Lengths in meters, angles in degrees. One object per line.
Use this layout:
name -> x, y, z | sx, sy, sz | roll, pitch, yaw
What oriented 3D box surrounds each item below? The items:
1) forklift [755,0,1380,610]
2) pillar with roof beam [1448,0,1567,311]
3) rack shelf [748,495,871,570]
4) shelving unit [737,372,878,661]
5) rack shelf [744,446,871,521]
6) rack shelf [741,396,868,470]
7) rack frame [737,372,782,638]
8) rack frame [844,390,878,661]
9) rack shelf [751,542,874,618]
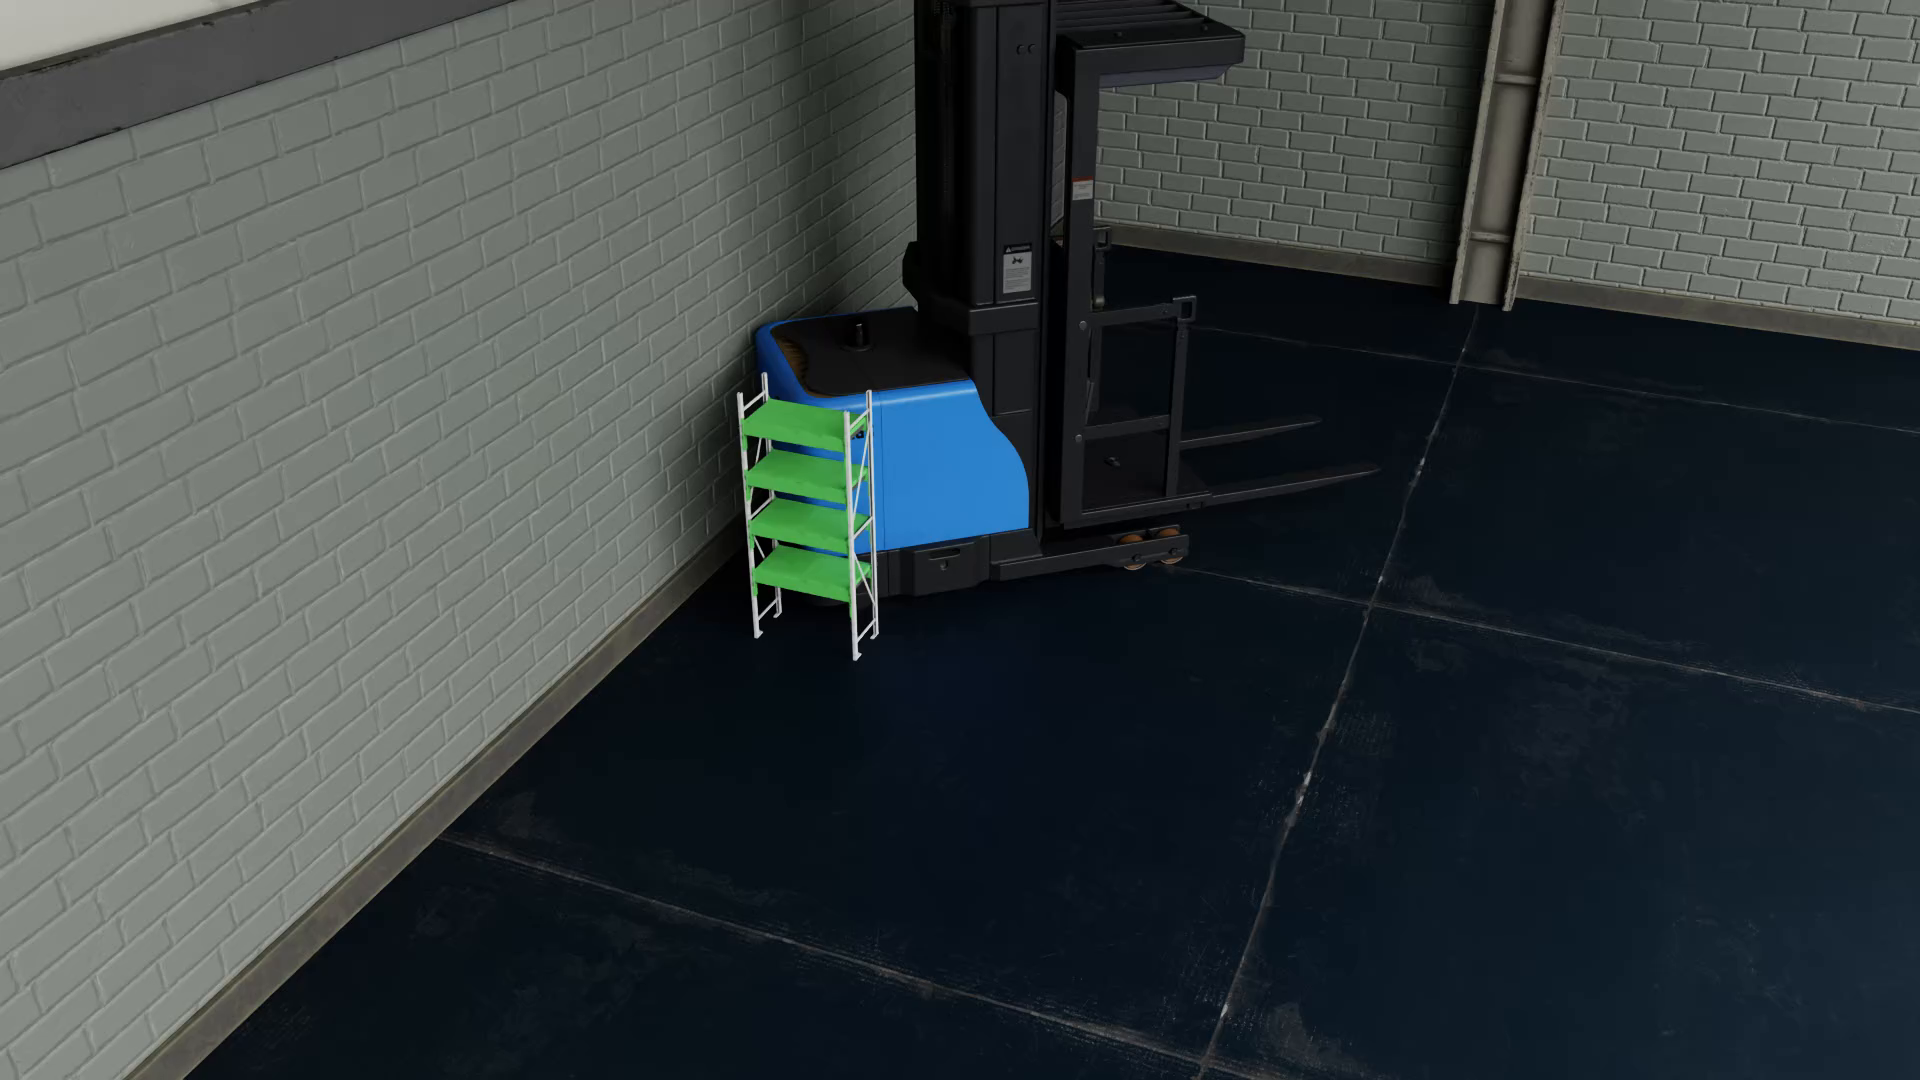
forklift -> 0.592, -1.370, 7.695 | 3.031, 2.935, 1.130 | -9, 31, -15
pillar with roof beam -> 1.864, -3.561, 5.404 | 0.400, 9.000, 9.100 | 11, 31, 19
rack shelf -> -0.646, -0.036, 7.225 | 0.480, 0.148, 0.258 | 11, 31, 19
shelving unit -> -0.646, -0.092, 7.193 | 0.503, 1.200, 0.258 | 11, 31, 19
rack shelf -> -0.646, -0.245, 7.107 | 0.480, 0.148, 0.258 | 11, 31, 19
rack shelf -> -0.646, -0.454, 6.988 | 0.480, 0.148, 0.258 | 11, 31, 19
rack frame -> -0.872, -0.136, 7.272 | 0.015, 1.200, 0.240 | 11, 31, 19
rack frame -> -0.419, -0.047, 7.114 | 0.015, 1.200, 0.240 | 11, 31, 19
rack shelf -> -0.646, 0.173, 7.343 | 0.480, 0.148, 0.258 | 11, 31, 19
